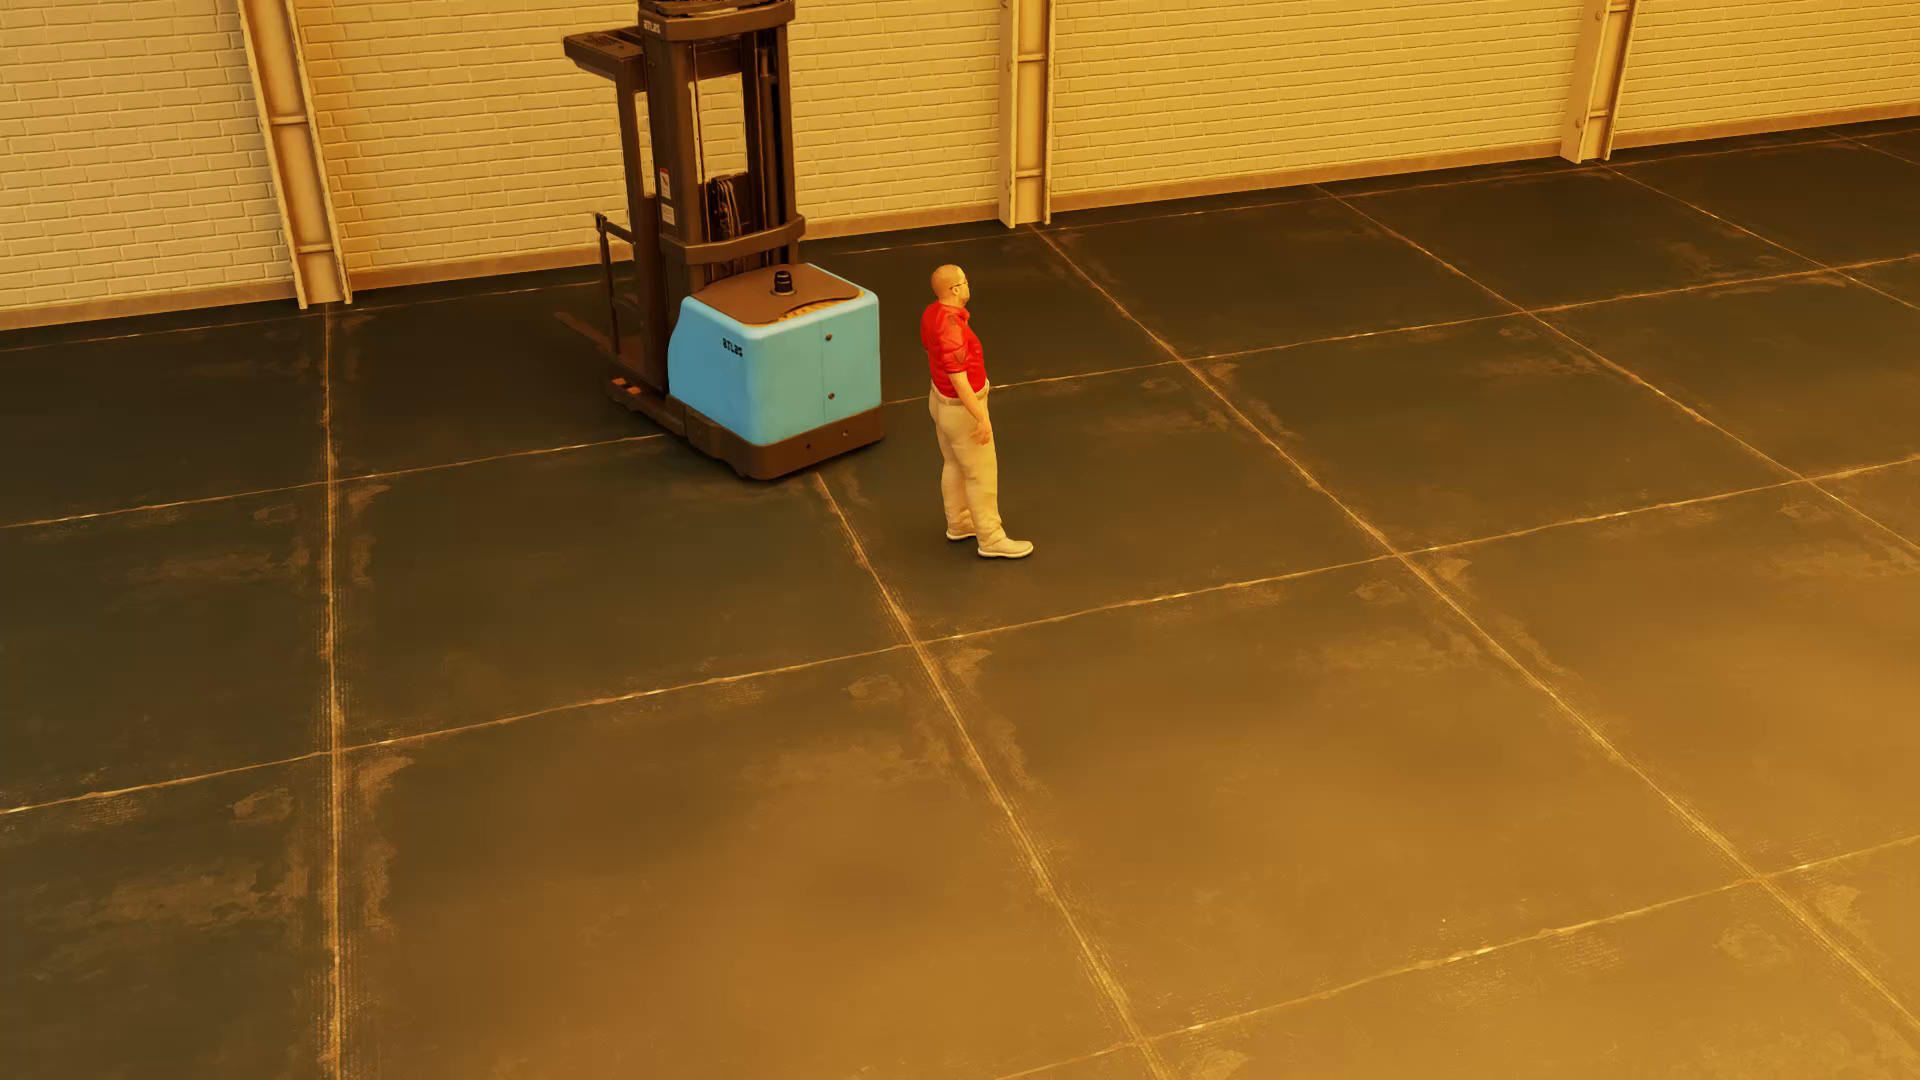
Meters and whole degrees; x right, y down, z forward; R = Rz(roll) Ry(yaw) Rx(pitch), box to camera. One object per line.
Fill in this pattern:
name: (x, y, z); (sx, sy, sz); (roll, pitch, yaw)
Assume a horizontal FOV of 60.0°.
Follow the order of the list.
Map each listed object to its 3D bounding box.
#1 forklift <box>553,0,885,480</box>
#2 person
forklift: (-1.839, -2.312, 11.105); (1.130, 2.935, 3.031); (-23, 37, -34)
person: (0.089, -0.765, 9.607); (0.550, 1.727, 0.641); (-10, 31, -16)
